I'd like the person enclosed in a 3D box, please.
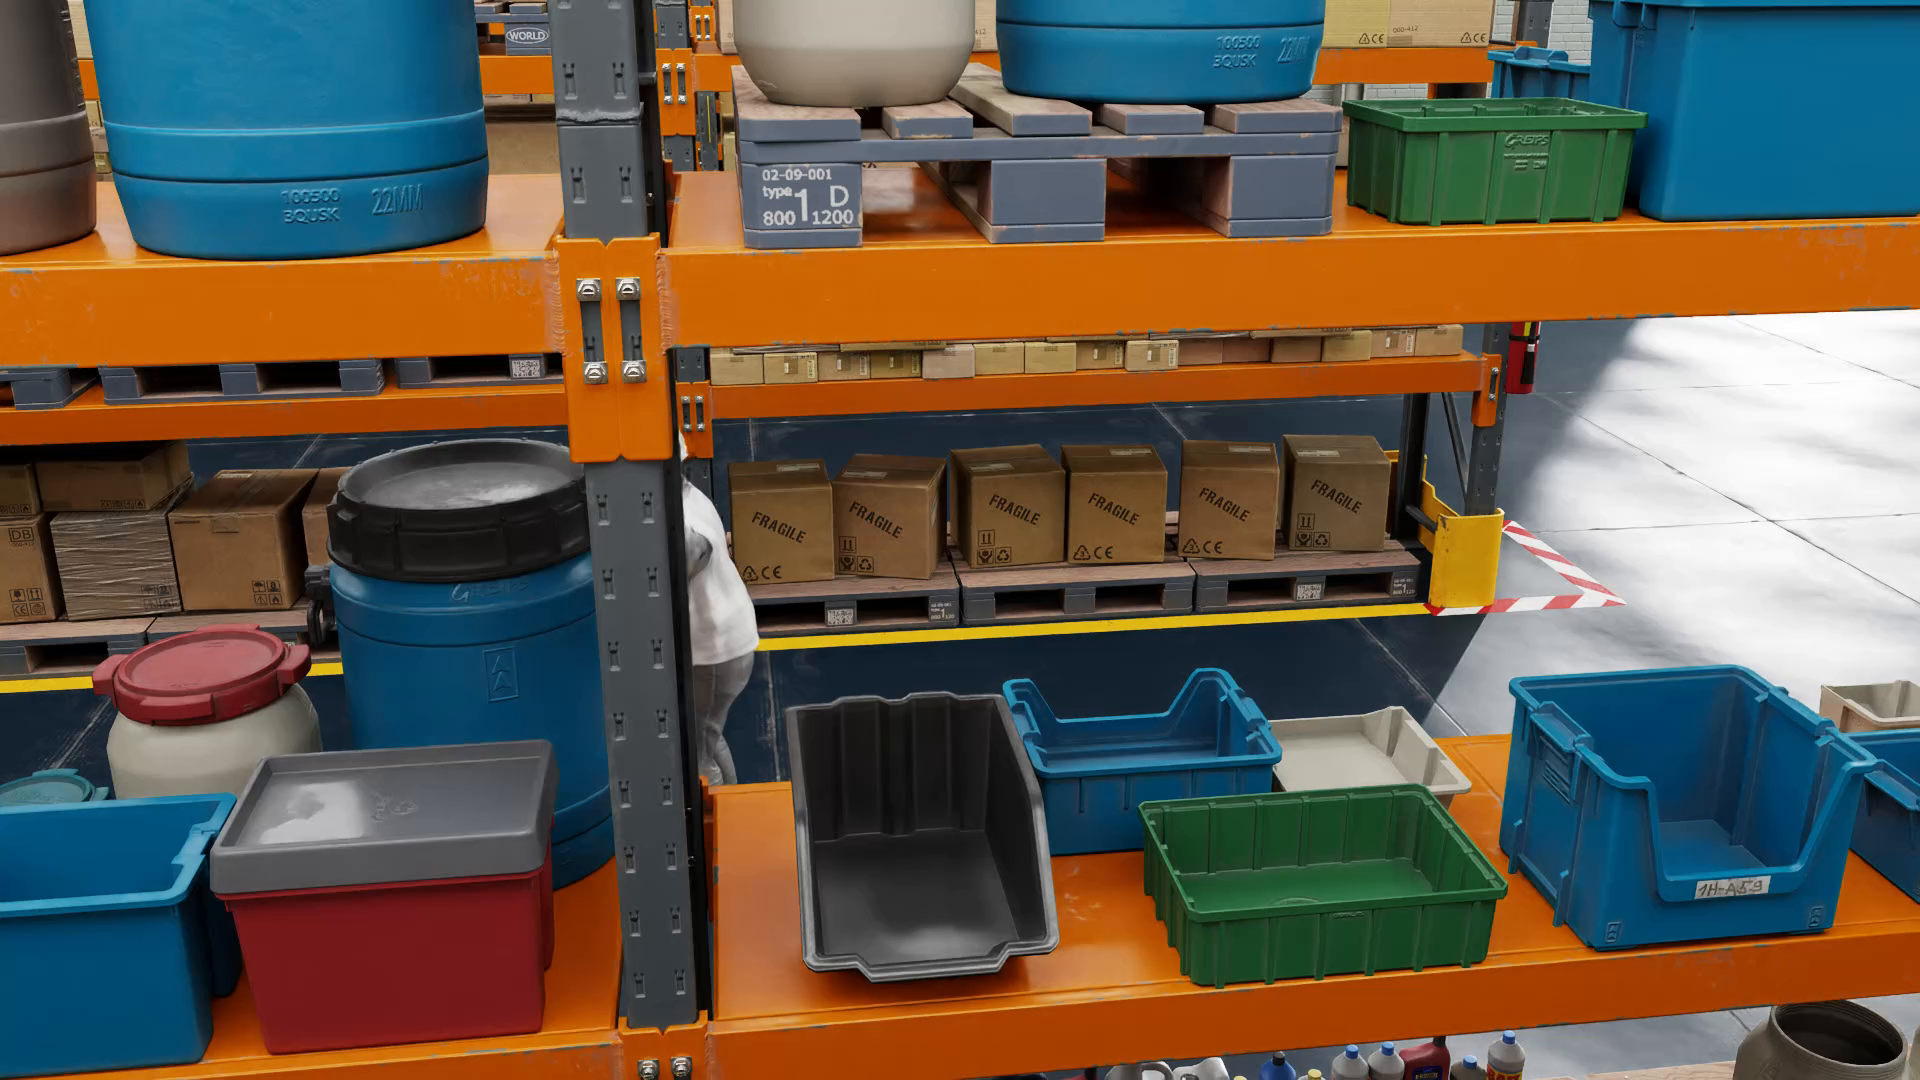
[{"bbox_3d":[-1.014,0.399,5.964,0.584,1.756,0.484,-3,20,-9],"label":"person"}]
